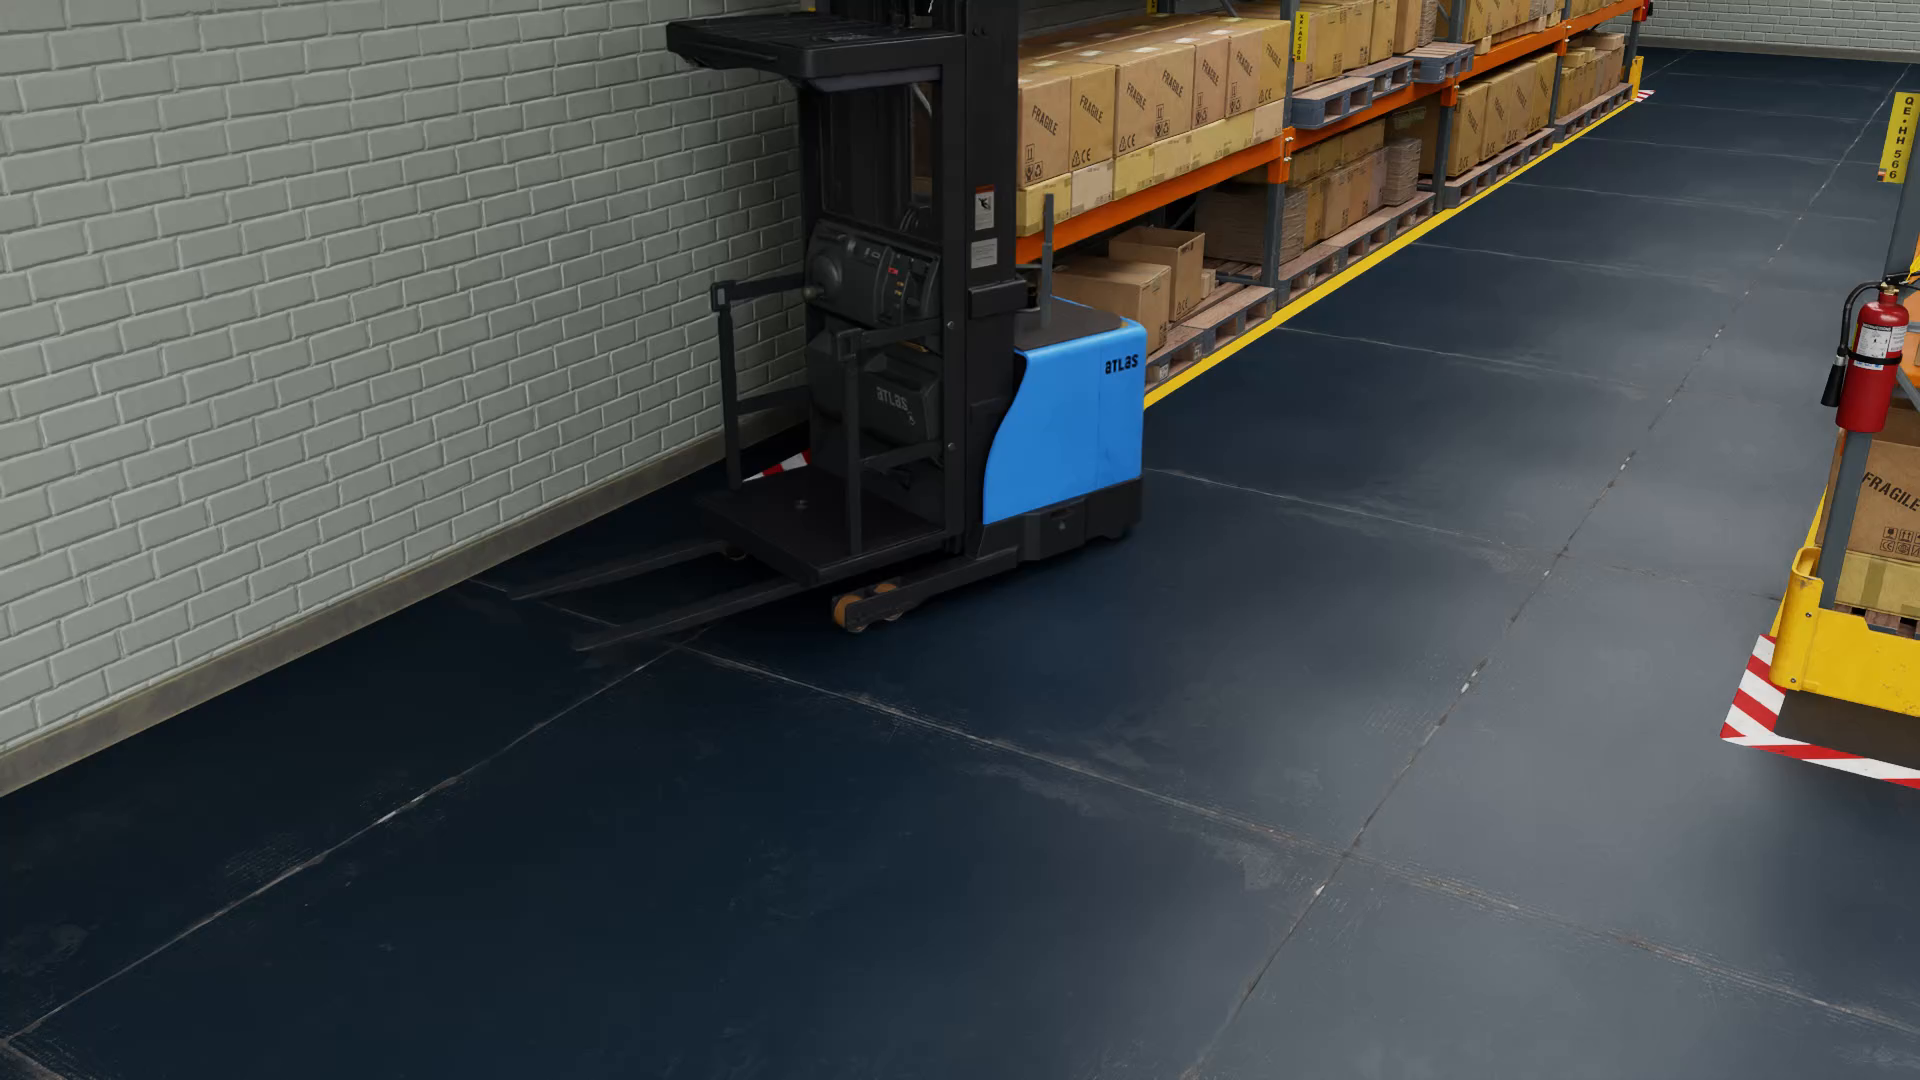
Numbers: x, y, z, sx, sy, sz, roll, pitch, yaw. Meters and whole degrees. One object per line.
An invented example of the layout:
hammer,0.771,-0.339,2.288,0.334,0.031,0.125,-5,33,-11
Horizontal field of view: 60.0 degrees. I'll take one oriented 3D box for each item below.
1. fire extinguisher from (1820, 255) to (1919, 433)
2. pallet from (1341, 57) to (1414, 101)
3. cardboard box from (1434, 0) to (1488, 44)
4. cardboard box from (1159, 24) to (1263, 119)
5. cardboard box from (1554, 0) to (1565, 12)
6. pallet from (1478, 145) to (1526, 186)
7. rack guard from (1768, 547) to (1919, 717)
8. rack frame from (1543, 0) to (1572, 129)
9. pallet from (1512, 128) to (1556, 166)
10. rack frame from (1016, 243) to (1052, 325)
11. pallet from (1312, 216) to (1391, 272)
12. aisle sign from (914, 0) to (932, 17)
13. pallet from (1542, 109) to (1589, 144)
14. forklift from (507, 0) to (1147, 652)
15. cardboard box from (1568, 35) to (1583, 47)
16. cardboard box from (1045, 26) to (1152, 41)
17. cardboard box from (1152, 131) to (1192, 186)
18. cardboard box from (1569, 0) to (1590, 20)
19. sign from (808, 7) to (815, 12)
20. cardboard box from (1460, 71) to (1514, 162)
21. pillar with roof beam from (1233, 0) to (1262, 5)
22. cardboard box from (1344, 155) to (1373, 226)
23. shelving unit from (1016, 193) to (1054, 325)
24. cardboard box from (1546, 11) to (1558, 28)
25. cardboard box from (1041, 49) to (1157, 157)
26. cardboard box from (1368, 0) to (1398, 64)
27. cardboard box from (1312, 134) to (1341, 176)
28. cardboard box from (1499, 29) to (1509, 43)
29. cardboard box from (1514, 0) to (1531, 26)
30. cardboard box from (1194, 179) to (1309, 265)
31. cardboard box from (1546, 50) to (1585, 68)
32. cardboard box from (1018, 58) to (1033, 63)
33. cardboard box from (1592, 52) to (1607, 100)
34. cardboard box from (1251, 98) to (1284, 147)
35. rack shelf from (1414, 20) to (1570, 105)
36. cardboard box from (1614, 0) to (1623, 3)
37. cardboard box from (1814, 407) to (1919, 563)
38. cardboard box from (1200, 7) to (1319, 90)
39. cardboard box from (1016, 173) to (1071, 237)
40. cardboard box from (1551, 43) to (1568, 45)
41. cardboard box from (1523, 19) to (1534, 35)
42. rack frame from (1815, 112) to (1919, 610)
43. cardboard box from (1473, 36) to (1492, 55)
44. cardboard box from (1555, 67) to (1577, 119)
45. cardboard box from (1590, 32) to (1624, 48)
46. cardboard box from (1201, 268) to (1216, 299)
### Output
fire extinguisher,3.479,-0.749,6.302,0.296,0.674,0.183,14,27,29
pallet,2.936,-3.699,13.261,1.003,0.211,1.213,14,27,29
cardboard box,4.419,-4.766,14.958,0.500,0.500,0.500,15,27,30
cardboard box,1.590,-3.005,10.634,0.500,0.500,0.500,14,27,29
cardboard box,6.026,-5.797,17.340,0.500,0.500,0.500,13,27,28
pallet,5.069,-3.845,16.866,1.003,0.211,1.213,14,27,29
rack guard,3.923,0.428,6.632,1.175,0.500,0.348,14,27,29
rack frame,6.055,-5.814,17.905,1.000,3.000,0.127,14,27,29
pallet,5.712,-4.258,17.821,1.003,0.211,1.213,14,27,29
rack frame,0.175,-0.689,8.002,0.500,1.500,0.032,1,25,3
pallet,2.887,-2.511,13.784,1.003,0.211,1.213,14,27,29
aisle sign,-0.058,-2.870,7.831,0.394,0.787,0.004,14,27,29
pallet,6.523,-4.775,19.014,1.003,0.211,1.213,14,27,29
forklift,-0.558,-1.174,7.273,3.031,2.935,1.130,-18,29,-35
cardboard box,7.378,-6.079,20.318,0.380,0.149,0.250,14,27,29
cardboard box,0.866,-2.943,10.492,0.500,0.500,0.500,15,27,30
cardboard box,1.056,-2.322,10.001,0.500,0.250,0.500,14,27,29
cardboard box,6.355,-6.131,18.260,0.980,0.700,0.700,14,27,30
sign,-0.736,-2.563,8.541,0.100,0.325,0.005,14,27,29
cardboard box,4.912,-4.185,16.320,0.750,0.750,0.750,14,27,29
pillar with roof beam,6.182,-6.058,10.916,9.100,9.000,0.400,14,27,29
cardboard box,3.001,-2.942,13.862,0.700,0.500,0.500,14,27,29
shelving unit,0.206,-0.901,8.463,0.538,1.500,1.048,1,25,3
cardboard box,6.004,-5.444,17.342,0.380,0.149,0.250,14,27,30
cardboard box,0.779,-2.484,9.433,0.500,0.500,0.500,13,27,27
cardboard box,3.067,-4.126,13.326,0.700,0.500,0.500,14,27,29
cardboard box,2.710,-3.091,13.262,0.500,0.250,0.500,13,27,27
cardboard box,5.115,-4.941,16.178,0.380,0.149,0.250,14,27,29
cardboard box,5.234,-5.285,16.158,0.500,0.500,0.500,15,27,30
cardboard box,2.209,-2.421,12.659,0.700,0.500,0.500,15,28,31
cardboard box,6.872,-5.466,18.901,0.380,0.149,0.250,15,28,31
cardboard box,0.067,-2.420,9.284,0.500,0.500,0.500,14,27,30
cardboard box,7.352,-5.614,20.060,0.700,0.500,0.500,13,27,27
cardboard box,1.843,-2.831,11.177,0.500,0.250,0.500,14,27,29
rack shelf,5.000,-4.809,16.488,1.077,0.370,4.000,14,27,29
cardboard box,7.530,-6.880,19.989,0.980,0.700,0.700,14,27,29
cardboard box,3.966,-0.246,7.030,0.500,0.500,0.500,14,27,29
cardboard box,2.132,-3.526,11.941,0.700,0.500,0.500,14,27,29
cardboard box,0.252,-1.803,8.802,0.500,0.250,0.500,13,27,27
cardboard box,6.976,-5.821,19.721,0.380,0.149,0.250,13,27,28
cardboard box,5.554,-5.196,16.769,0.380,0.149,0.250,14,27,29
rack frame,3.936,-0.727,6.154,1.000,3.000,0.127,14,27,29
cardboard box,4.668,-4.576,15.335,0.380,0.149,0.250,15,27,31
cardboard box,6.537,-5.091,18.851,0.700,0.500,0.500,14,27,30
cardboard box,7.968,-6.169,20.525,0.380,0.149,0.250,14,27,28
cardboard box,1.578,-1.829,11.712,0.380,0.166,0.250,10,25,22
